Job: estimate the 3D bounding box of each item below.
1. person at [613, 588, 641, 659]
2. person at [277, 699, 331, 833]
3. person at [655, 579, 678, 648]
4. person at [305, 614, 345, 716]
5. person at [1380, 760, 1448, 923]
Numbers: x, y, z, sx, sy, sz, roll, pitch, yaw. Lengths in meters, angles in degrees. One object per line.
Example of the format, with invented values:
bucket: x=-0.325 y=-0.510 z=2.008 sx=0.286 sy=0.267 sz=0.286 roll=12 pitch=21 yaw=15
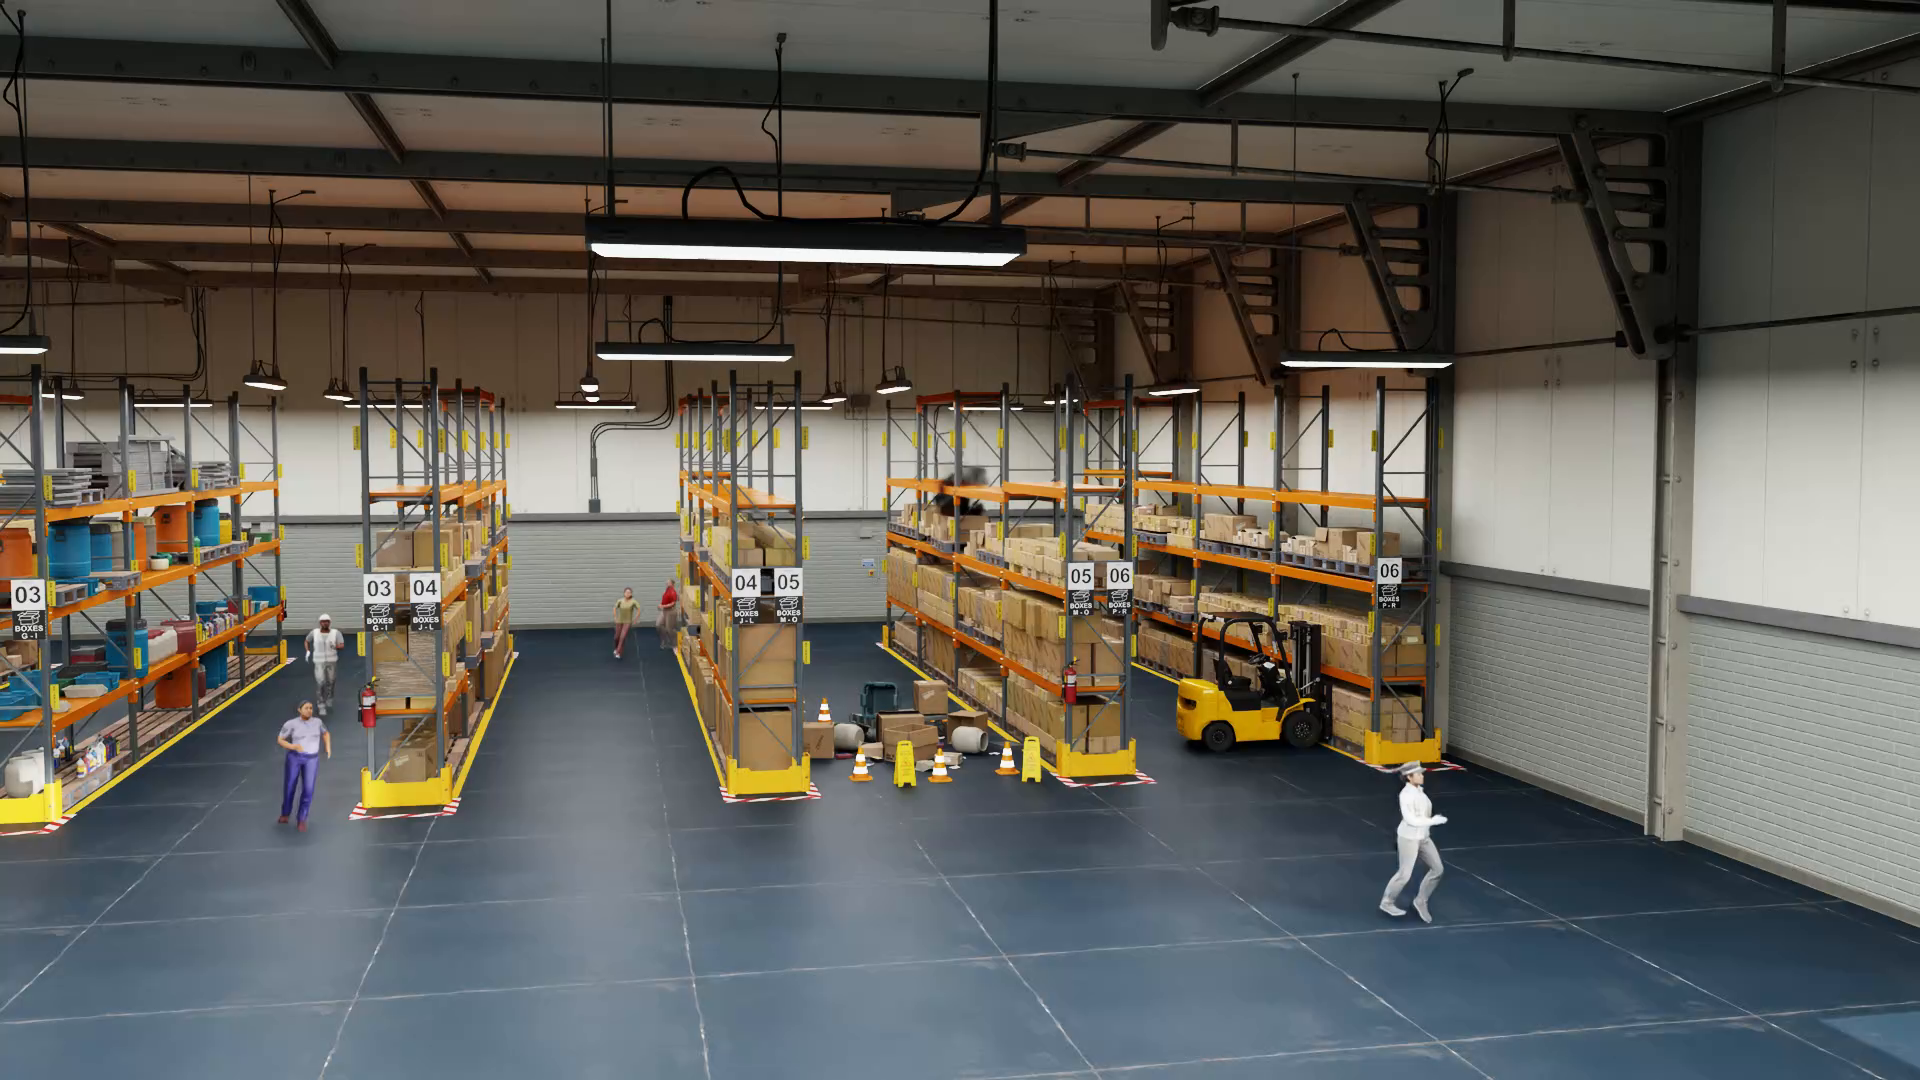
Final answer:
person: x=-7.698 y=2.027 z=38.360 sx=0.669 sy=1.388 sz=0.758 roll=0 pitch=3 yaw=-1
person: x=-8.496 y=2.911 z=21.567 sx=0.655 sy=1.679 sz=0.691 roll=-2 pitch=4 yaw=-30
person: x=-7.005 y=1.789 z=40.024 sx=0.644 sy=1.734 sz=0.679 roll=-3 pitch=4 yaw=-36
person: x=-11.683 y=2.272 z=30.612 sx=0.667 sy=1.827 sz=0.861 roll=-2 pitch=4 yaw=-27
person: x=4.731 y=3.130 z=17.289 sx=0.703 sy=1.725 sz=0.579 roll=3 pitch=4 yaw=40
